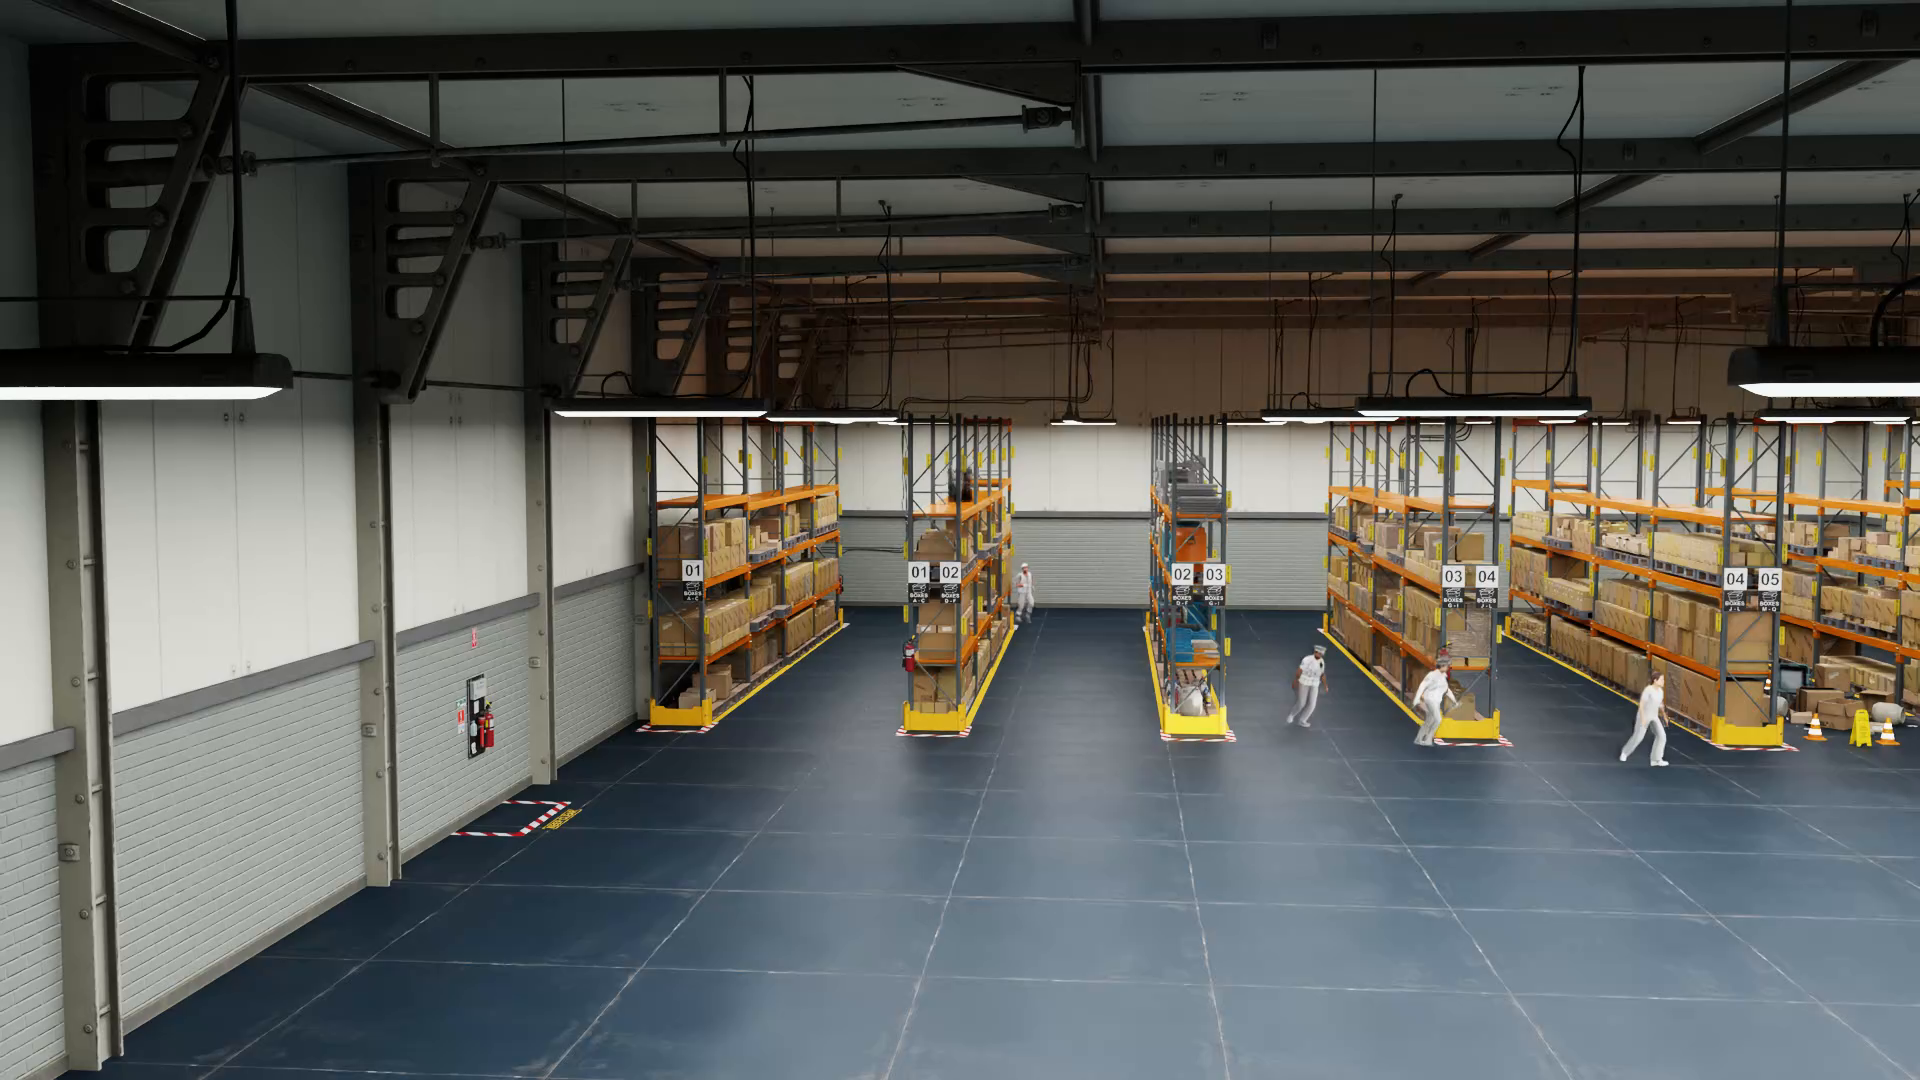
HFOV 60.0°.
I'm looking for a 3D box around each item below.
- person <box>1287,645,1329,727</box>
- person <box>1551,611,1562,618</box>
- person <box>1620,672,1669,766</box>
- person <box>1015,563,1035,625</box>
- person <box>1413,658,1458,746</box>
[{"bbox_3d":[6.648,2.785,31.791,0.687,1.580,0.625,-1,4,-16],"label":"person"},{"bbox_3d":[16.898,1.805,47.231,0.752,1.492,0.534,0,4,-3],"label":"person"},{"bbox_3d":[11.683,3.022,28.335,0.646,1.602,0.829,-2,4,-30],"label":"person"},{"bbox_3d":[1.926,1.576,48.433,0.659,1.808,0.739,-2,4,-23],"label":"person"},{"bbox_3d":[8.512,2.904,29.826,0.597,1.609,0.710,-3,5,-42],"label":"person"}]
